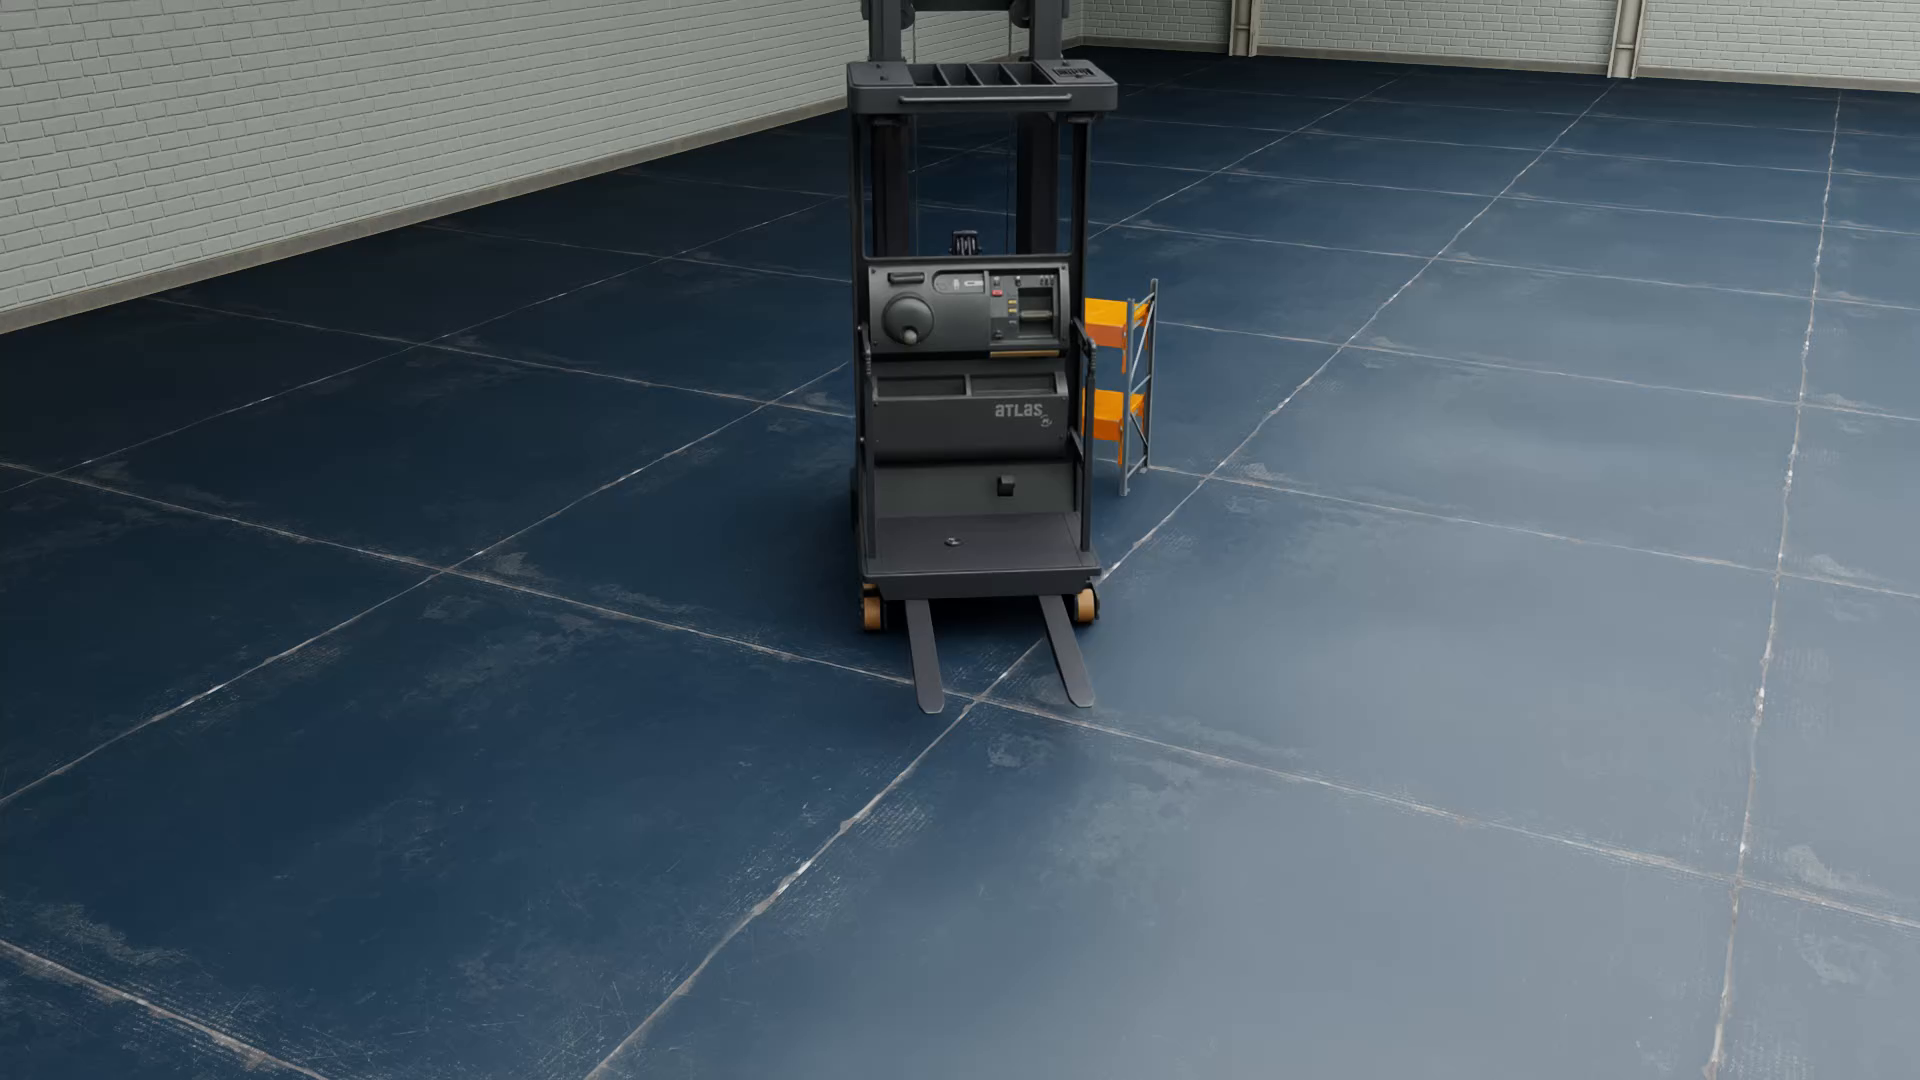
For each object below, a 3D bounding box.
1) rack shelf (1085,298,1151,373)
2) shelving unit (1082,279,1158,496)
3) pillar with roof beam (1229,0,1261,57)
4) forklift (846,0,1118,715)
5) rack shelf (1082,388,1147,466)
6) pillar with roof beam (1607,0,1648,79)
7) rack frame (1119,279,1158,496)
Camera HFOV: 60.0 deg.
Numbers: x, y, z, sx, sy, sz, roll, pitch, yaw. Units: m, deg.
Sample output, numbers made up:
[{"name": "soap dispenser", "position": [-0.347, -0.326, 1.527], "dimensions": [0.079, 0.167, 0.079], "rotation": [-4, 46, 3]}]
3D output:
[{"name": "rack shelf", "position": [0.531, -1.200, 9.387], "dimensions": [1.000, 0.278, 0.538], "rotation": [9, 25, 20]}, {"name": "shelving unit", "position": [0.531, -0.931, 9.502], "dimensions": [1.048, 1.125, 0.538], "rotation": [9, 25, 20]}, {"name": "pillar with roof beam", "position": [2.792, -10.759, 22.551], "dimensions": [0.400, 9.000, 9.100], "rotation": [11, 25, 25]}, {"name": "forklift", "position": [0.064, -1.060, 7.497], "dimensions": [1.130, 2.935, 3.031], "rotation": [-2, 23, -5]}, {"name": "rack shelf", "position": [0.531, -0.706, 9.597], "dimensions": [1.000, 0.278, 0.538], "rotation": [9, 25, 20]}, {"name": "pillar with roof beam", "position": [8.147, -9.700, 20.060], "dimensions": [0.400, 9.000, 9.100], "rotation": [11, 25, 25]}, {"name": "rack frame", "position": [1.002, -0.856, 9.326], "dimensions": [0.032, 1.125, 0.500], "rotation": [9, 25, 20]}]
